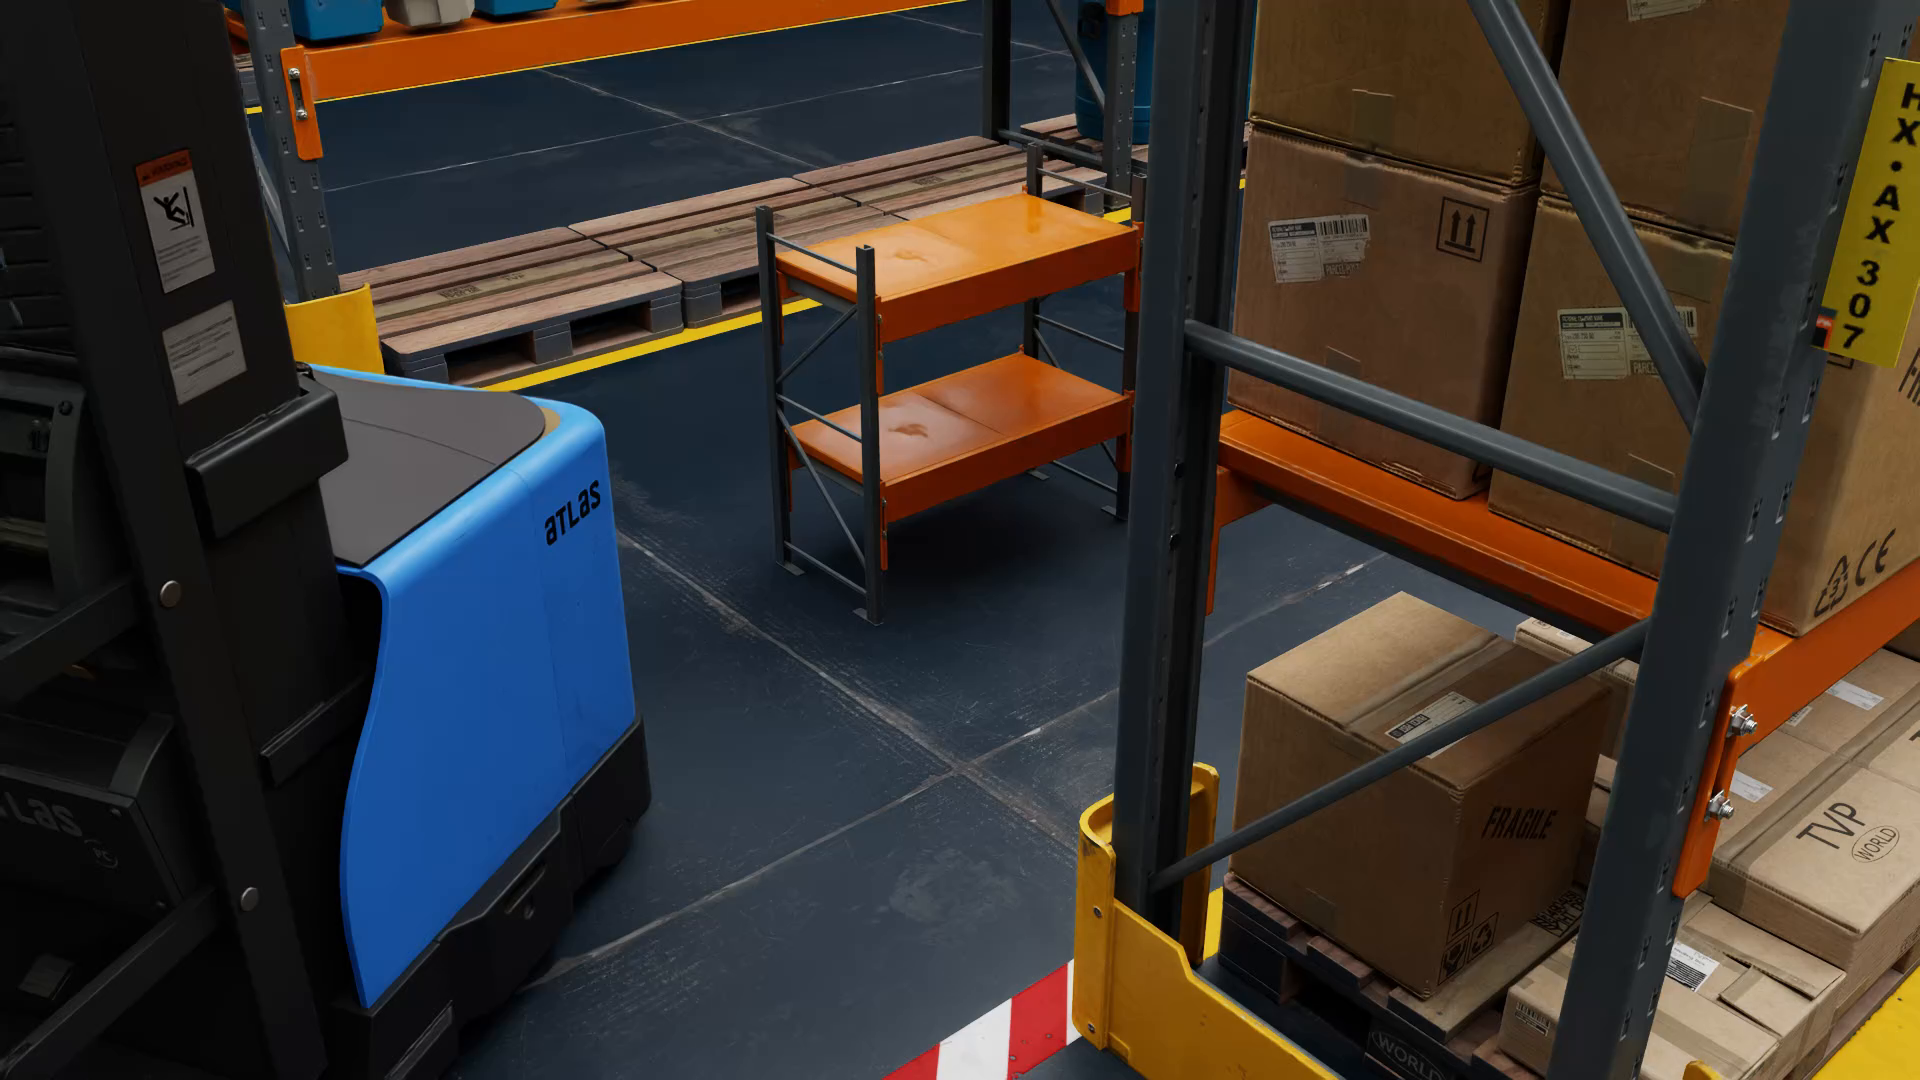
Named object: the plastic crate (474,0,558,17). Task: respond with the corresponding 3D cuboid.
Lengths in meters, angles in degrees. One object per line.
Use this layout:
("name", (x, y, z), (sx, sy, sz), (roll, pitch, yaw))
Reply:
("plastic crate", (-1.655, -2.053, 6.022), (0.300, 0.233, 0.416), (-22, 35, -35))

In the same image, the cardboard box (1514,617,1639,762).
("cardboard box", (1.650, 0.320, 3.919), (0.500, 0.250, 0.500), (-22, 35, -35))

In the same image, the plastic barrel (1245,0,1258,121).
("plastic barrel", (1.449, -2.801, 9.090), (0.708, 0.901, 0.600), (-22, 35, -35))

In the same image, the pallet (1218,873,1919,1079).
("pallet", (1.318, 0.799, 3.532), (1.213, 0.211, 1.003), (-22, 35, -35))

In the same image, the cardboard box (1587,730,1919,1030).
("cardboard box", (1.632, 0.637, 3.326), (0.500, 0.250, 0.500), (-22, 35, -35))

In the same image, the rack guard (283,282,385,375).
("rack guard", (-2.568, -0.827, 6.267), (0.348, 0.500, 1.175), (-22, 35, -35))

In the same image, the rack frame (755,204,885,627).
("rack frame", (-0.392, -0.339, 4.690), (0.032, 1.125, 0.500), (-22, 35, -35))

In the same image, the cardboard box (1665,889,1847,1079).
("cardboard box", (1.386, 0.810, 3.091), (0.250, 0.166, 0.380), (-22, 35, -35))

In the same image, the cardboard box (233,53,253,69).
("cardboard box", (-4.645, -3.468, 10.366), (0.875, 0.875, 0.875), (-22, 35, -35))

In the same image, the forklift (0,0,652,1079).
("forklift", (-1.702, -0.049, 2.232), (1.130, 2.935, 3.031), (9, 30, 17))

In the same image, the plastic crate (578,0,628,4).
("plastic crate", (-1.342, -2.085, 6.185), (0.298, 0.136, 0.250), (-22, 35, -35))

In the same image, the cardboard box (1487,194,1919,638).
("cardboard box", (1.163, -0.249, 2.428), (0.500, 0.500, 0.500), (-21, 35, -34))

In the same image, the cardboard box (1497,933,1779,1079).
("cardboard box", (1.196, 0.895, 2.952), (0.250, 0.149, 0.380), (-22, 35, -35))

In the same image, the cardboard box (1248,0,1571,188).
("cardboard box", (0.814, -0.884, 2.554), (0.500, 0.500, 0.500), (-22, 35, -35))

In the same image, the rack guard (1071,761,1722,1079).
("rack guard", (0.712, 0.915, 3.007), (0.348, 0.500, 1.175), (-22, 35, -35))

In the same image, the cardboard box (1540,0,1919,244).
("cardboard box", (1.163, -0.690, 2.192), (0.500, 0.500, 0.500), (-21, 34, -33))

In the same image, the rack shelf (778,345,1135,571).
("rack shelf", (-0.005, -0.278, 5.096), (1.000, 0.278, 0.538), (-22, 35, -35))

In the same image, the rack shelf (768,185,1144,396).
("rack shelf", (-0.005, -0.752, 4.843), (1.000, 0.278, 0.538), (-22, 35, -35))

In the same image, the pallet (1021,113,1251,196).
("pallet", (1.099, -2.156, 9.061), (1.213, 0.211, 1.003), (-22, 35, -35))

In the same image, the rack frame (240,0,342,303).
("rack frame", (-2.558, -1.941, 5.700), (0.127, 3.000, 1.000), (-22, 35, -35))

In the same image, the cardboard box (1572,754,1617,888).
("cardboard box", (1.275, 0.545, 3.586), (0.250, 0.166, 0.380), (-22, 35, -35))

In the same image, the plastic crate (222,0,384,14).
("plastic crate", (-2.424, -2.153, 5.994), (0.499, 0.435, 0.616), (-22, 35, -35))

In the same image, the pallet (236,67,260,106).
("pallet", (-4.287, -3.131, 10.885), (1.213, 0.211, 1.003), (-22, 35, -35))

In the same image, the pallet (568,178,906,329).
("pallet", (-0.978, -1.321, 7.498), (1.213, 0.211, 1.003), (-22, 35, -35))

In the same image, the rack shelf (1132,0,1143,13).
("rack shelf", (2.007, -3.459, 9.304), (4.000, 0.370, 1.077), (-22, 35, -35))

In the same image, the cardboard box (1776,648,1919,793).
("cardboard box", (2.013, 0.484, 3.612), (0.500, 0.250, 0.500), (-22, 35, -35))

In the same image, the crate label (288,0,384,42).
("crate label", (-2.156, -1.851, 5.646), (0.303, 0.233, 0.416), (-22, 35, -35))

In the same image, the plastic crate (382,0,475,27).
("plastic crate", (-1.859, -1.877, 5.796), (0.298, 0.136, 0.250), (-22, 35, -35))

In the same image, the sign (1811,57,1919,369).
("sign", (1.007, -0.351, 1.806), (0.005, 0.325, 0.100), (-22, 35, -35))

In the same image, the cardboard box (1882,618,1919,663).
("cardboard box", (2.271, 0.096, 4.070), (0.637, 0.503, 0.797), (-22, 35, -35))

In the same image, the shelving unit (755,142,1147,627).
("shelving unit", (-0.005, -0.494, 4.981), (1.048, 1.125, 0.538), (-22, 35, -35))

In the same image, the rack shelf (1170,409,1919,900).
("rack shelf", (2.176, -0.458, 3.689), (4.000, 0.370, 1.077), (-22, 35, -35))

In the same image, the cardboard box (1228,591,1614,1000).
("cardboard box", (0.908, 0.490, 3.336), (0.500, 0.500, 0.500), (-22, 35, -35))

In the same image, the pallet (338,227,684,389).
("pallet", (-1.905, -0.950, 6.803), (1.213, 0.211, 1.003), (-22, 35, -35))

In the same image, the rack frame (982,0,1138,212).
("rack frame", (0.485, -3.165, 7.990), (0.127, 3.000, 1.000), (-22, 35, -35))

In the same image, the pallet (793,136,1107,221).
("pallet", (-0.049, -1.696, 8.200), (1.213, 0.211, 1.003), (-22, 35, -35))

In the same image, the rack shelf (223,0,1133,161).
("rack shelf", (-1.036, -2.236, 7.014), (4.000, 0.370, 1.077), (-22, 35, -35))

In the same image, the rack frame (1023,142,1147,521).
("rack frame", (0.382, -0.650, 5.272), (0.032, 1.125, 0.500), (-22, 35, -35))

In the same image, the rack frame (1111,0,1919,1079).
("rack frame", (0.654, -0.164, 2.374), (0.127, 3.000, 1.000), (-22, 35, -35))

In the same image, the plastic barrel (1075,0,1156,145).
("plastic barrel", (0.910, -2.585, 8.685), (0.708, 0.901, 0.600), (-22, 35, -35))

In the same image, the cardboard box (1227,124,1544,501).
("cardboard box", (0.818, -0.443, 2.790), (0.500, 0.500, 0.500), (-21, 34, -33))
